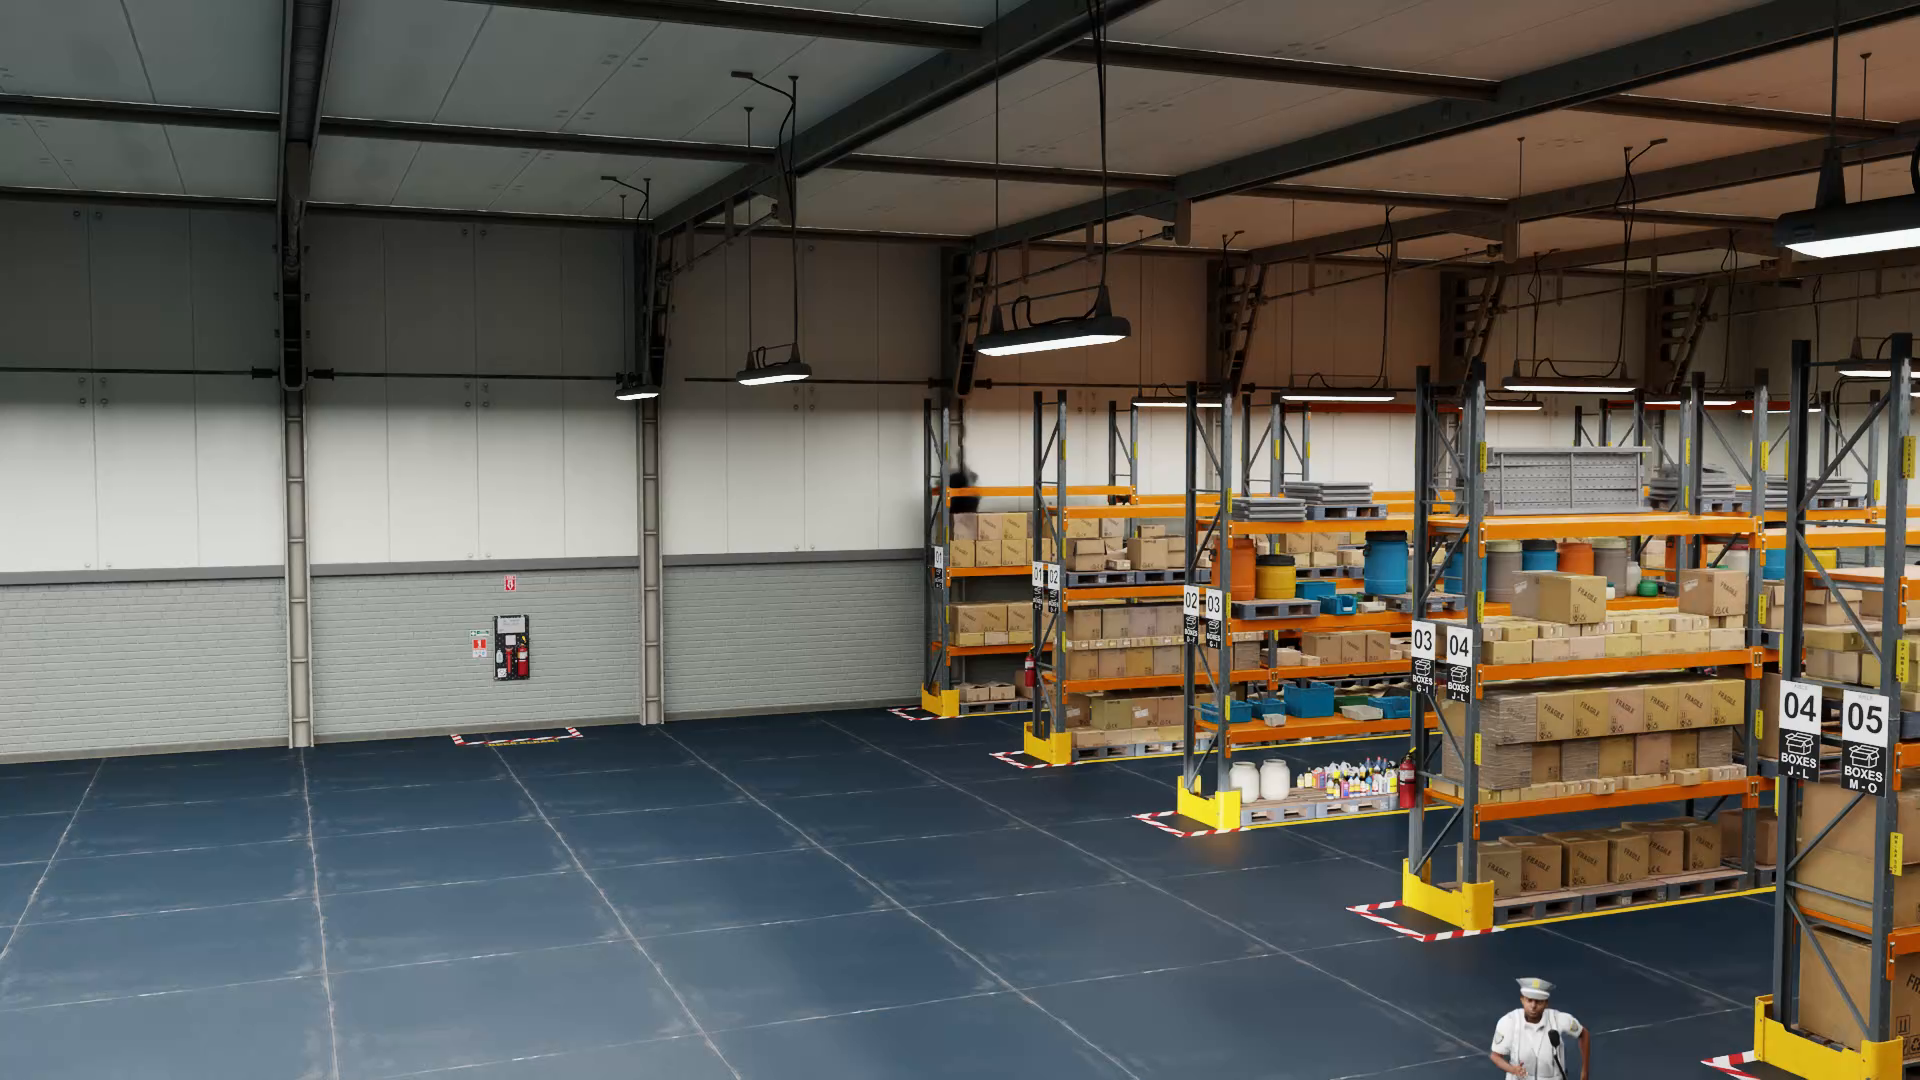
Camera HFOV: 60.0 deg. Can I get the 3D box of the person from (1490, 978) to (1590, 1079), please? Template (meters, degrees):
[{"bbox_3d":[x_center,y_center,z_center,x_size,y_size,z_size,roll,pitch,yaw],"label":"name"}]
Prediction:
[{"bbox_3d":[3.818,3.682,10.973,0.599,1.718,0.828,2,4,25],"label":"person"}]
